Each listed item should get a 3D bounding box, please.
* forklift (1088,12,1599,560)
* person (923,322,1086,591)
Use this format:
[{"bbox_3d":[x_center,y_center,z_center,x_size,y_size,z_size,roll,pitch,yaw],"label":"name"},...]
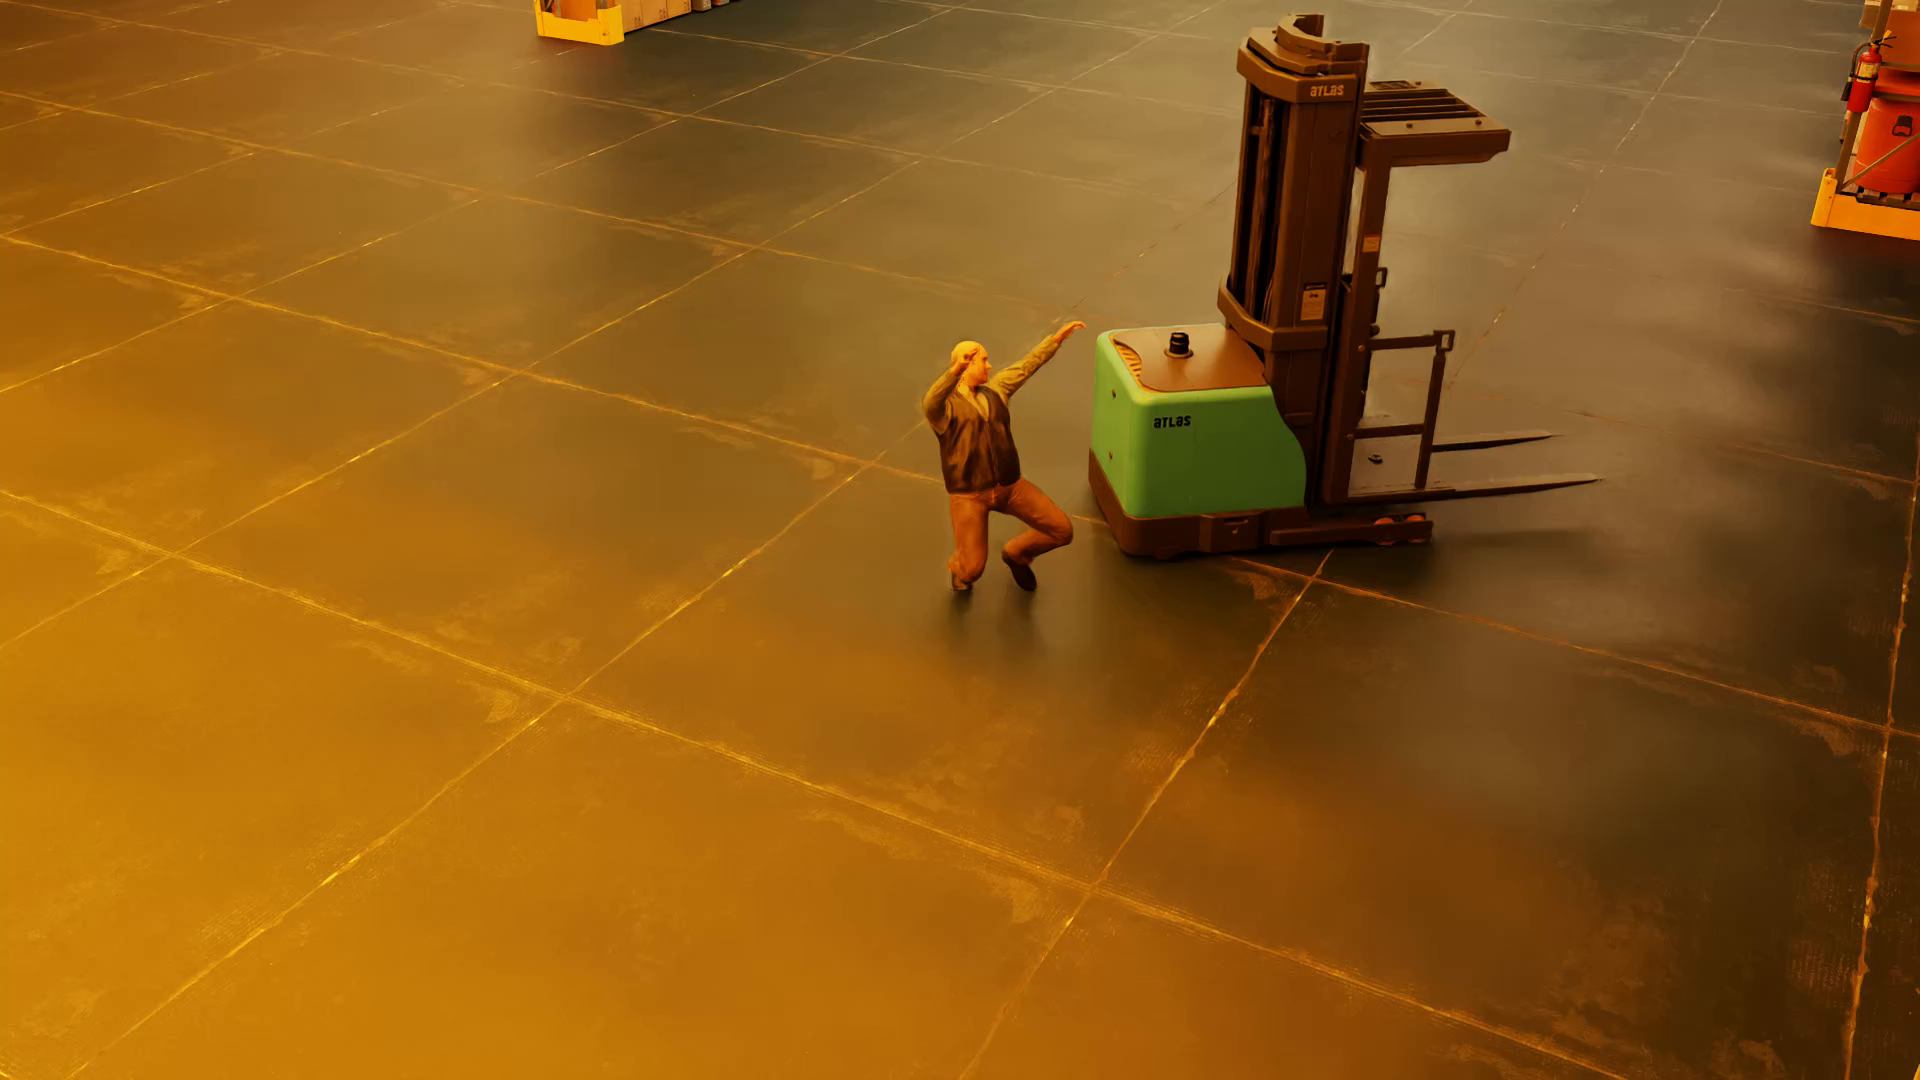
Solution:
[{"bbox_3d":[2.374,-1.491,9.654,3.031,2.935,1.130,-5,30,-8],"label":"forklift"},{"bbox_3d":[0.270,-0.439,9.169,1.015,1.630,0.787,-16,33,-25],"label":"person"}]
